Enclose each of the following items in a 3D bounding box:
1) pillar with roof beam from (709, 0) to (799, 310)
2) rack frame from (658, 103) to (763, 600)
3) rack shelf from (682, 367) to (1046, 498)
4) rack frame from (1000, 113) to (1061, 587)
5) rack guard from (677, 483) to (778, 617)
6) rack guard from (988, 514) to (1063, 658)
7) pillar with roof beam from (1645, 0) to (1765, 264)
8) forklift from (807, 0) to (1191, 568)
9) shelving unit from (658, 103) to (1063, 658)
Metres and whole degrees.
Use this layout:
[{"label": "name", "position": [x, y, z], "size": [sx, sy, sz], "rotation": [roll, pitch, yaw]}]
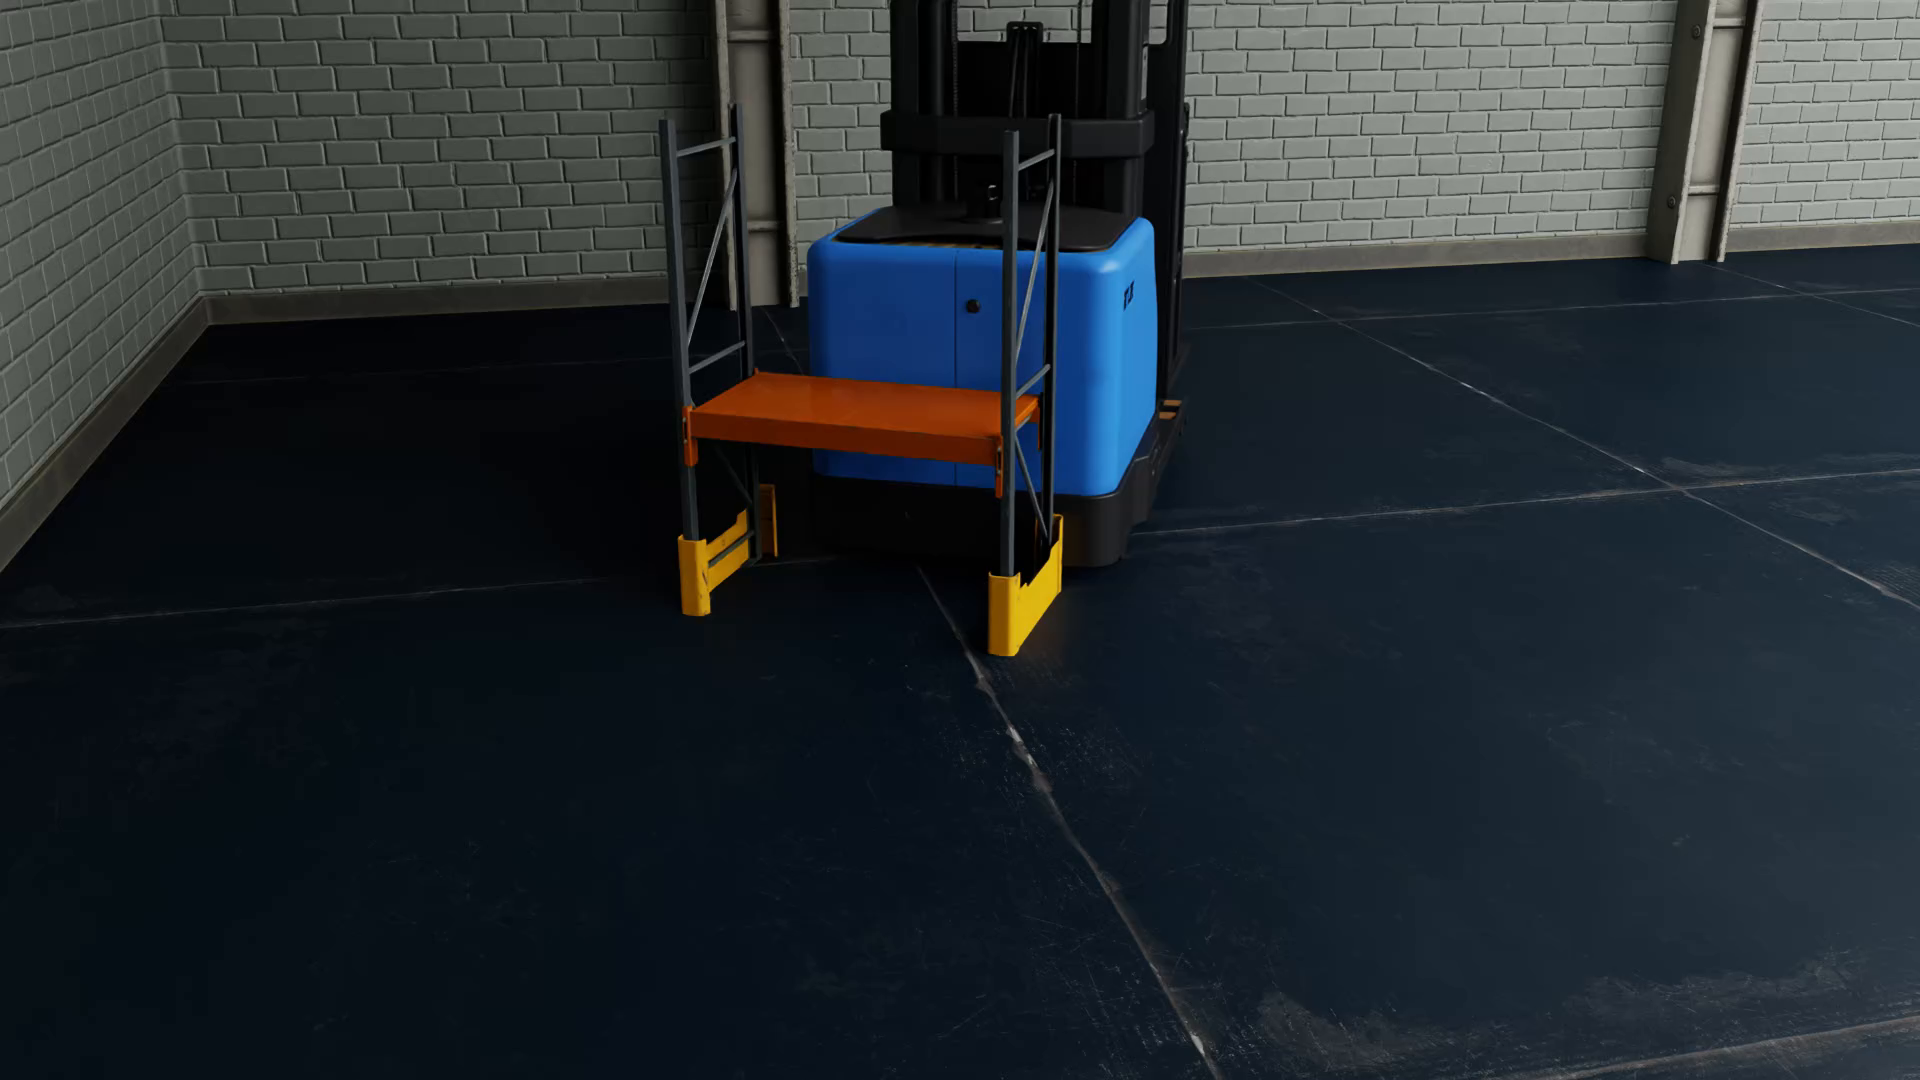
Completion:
[{"label": "pillar with roof beam", "position": [-0.147, -4.141, 4.037], "size": [0.400, 9.000, 9.100], "rotation": [-5, 21, -12]}, {"label": "rack frame", "position": [-0.763, -0.565, 5.175], "size": [0.032, 1.500, 0.500], "rotation": [6, 21, 17]}, {"label": "rack shelf", "position": [-0.279, -0.342, 5.091], "size": [1.000, 0.185, 0.538], "rotation": [6, 21, 17]}, {"label": "rack frame", "position": [0.205, -0.458, 4.884], "size": [0.032, 1.500, 0.500], "rotation": [6, 21, 17]}, {"label": "rack guard", "position": [-0.744, 0.024, 5.385], "size": [0.087, 0.250, 0.587], "rotation": [6, 21, 17]}, {"label": "rack guard", "position": [0.204, 0.129, 5.099], "size": [0.087, 0.250, 0.587], "rotation": [6, 21, 17]}, {"label": "pillar with roof beam", "position": [5.692, -4.616, 5.334], "size": [0.400, 9.000, 9.100], "rotation": [-5, 21, -12]}, {"label": "forklift", "position": [0.340, -1.760, 6.357], "size": [1.130, 2.935, 3.031], "rotation": [5, 21, 13]}, {"label": "shelving unit", "position": [-0.270, -0.510, 5.027], "size": [1.083, 1.500, 0.587], "rotation": [6, 21, 17]}]
